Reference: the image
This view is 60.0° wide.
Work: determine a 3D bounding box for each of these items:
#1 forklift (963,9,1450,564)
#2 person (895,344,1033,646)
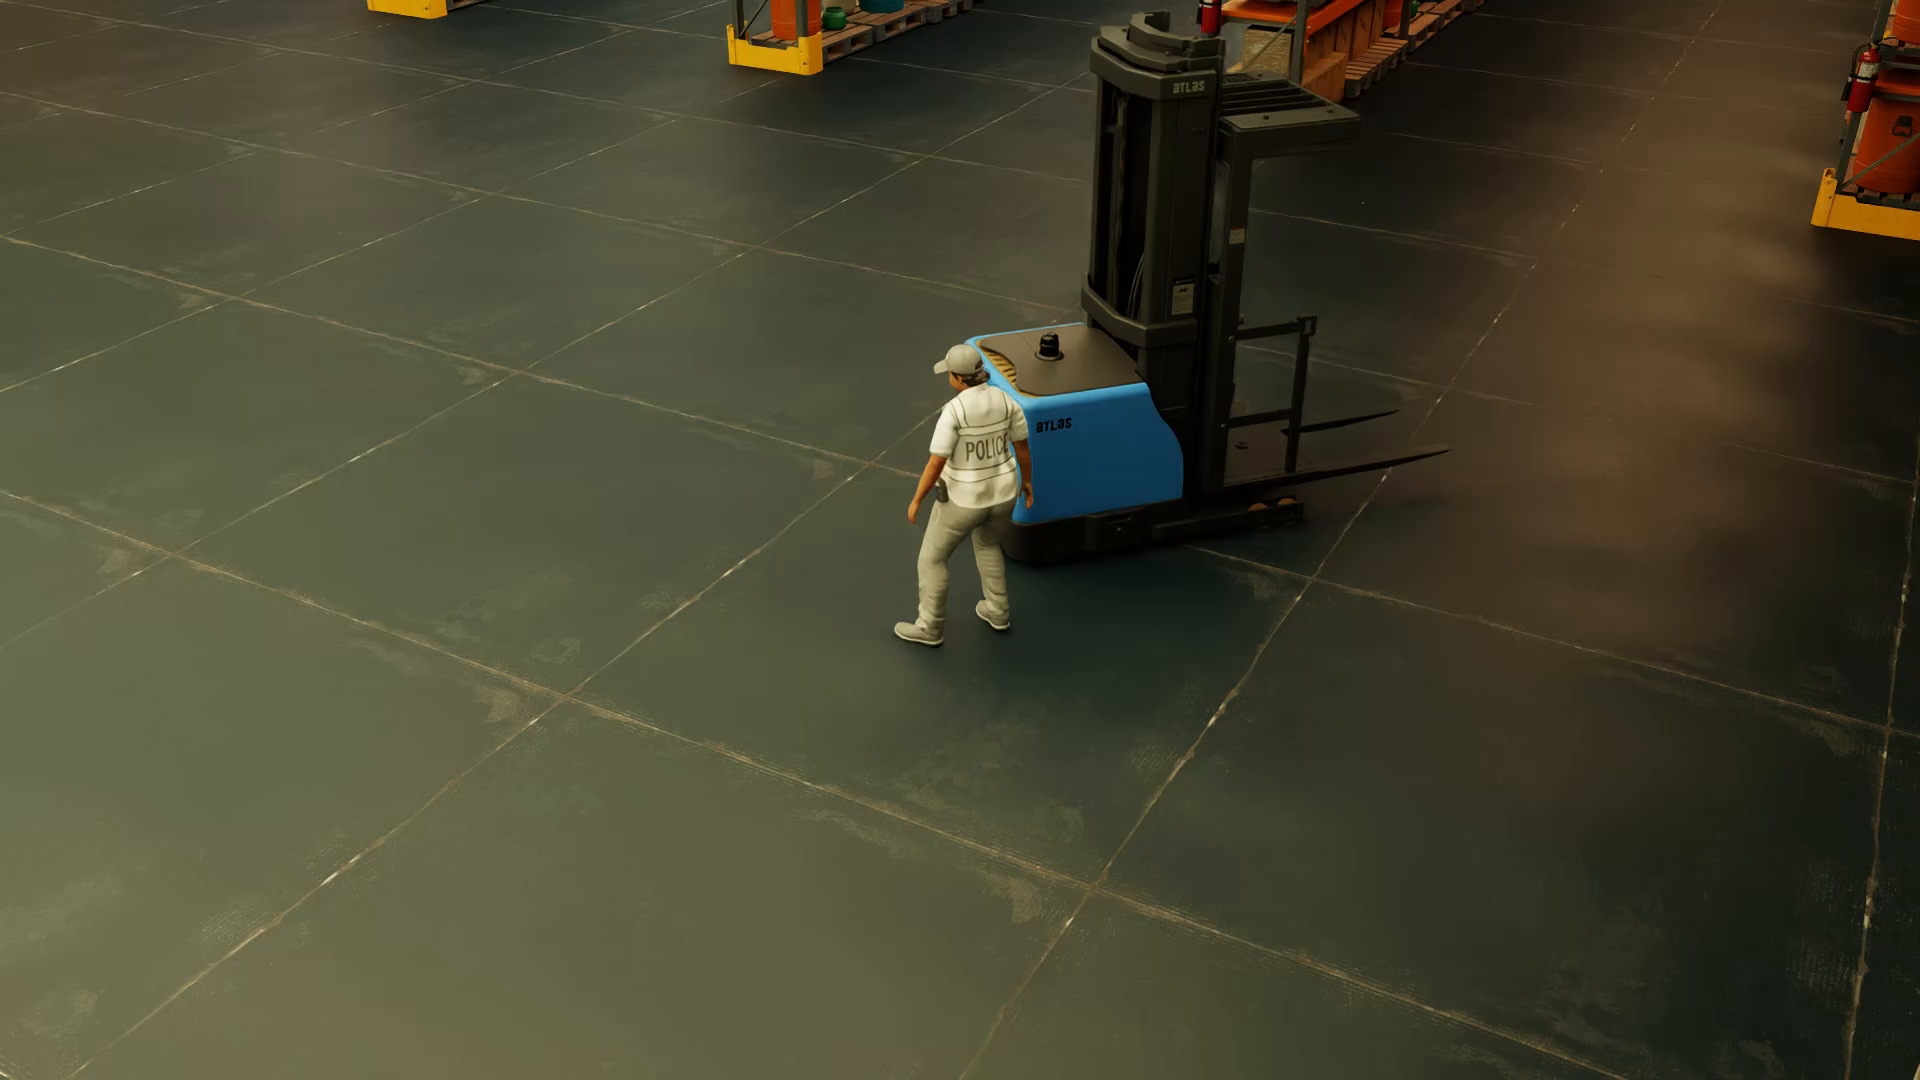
[{"bbox_3d":[1.573,-1.565,9.782,3.031,2.935,1.130,-10,31,-16],"label":"forklift"},{"bbox_3d":[0.032,-0.244,8.793,0.766,1.641,0.455,-19,35,-30],"label":"person"}]
